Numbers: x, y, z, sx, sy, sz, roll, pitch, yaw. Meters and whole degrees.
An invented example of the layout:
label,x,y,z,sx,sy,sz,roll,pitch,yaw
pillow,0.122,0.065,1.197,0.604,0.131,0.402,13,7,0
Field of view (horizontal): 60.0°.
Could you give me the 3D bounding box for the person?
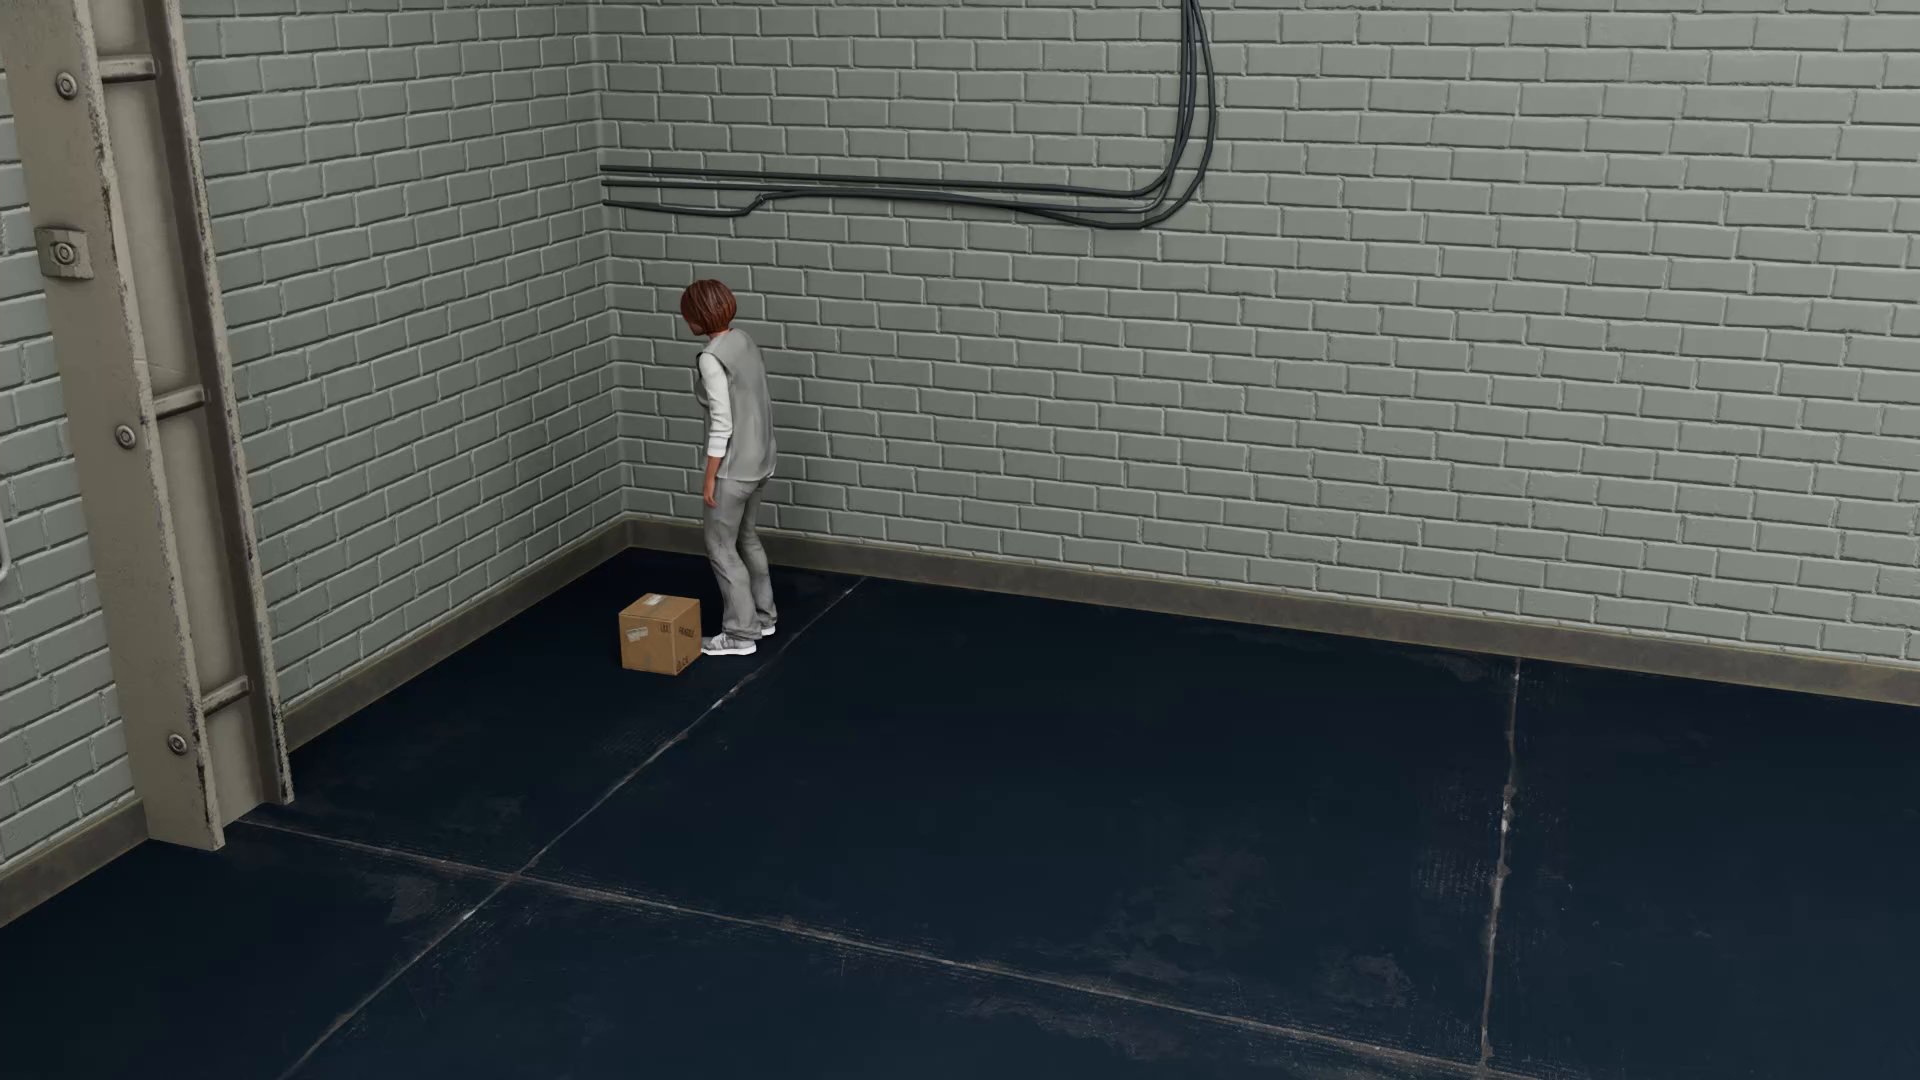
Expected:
label,x,y,z,sx,sy,sz,roll,pitch,yaw
person,-0.959,-0.610,6.833,0.330,0.902,0.458,5,20,16
